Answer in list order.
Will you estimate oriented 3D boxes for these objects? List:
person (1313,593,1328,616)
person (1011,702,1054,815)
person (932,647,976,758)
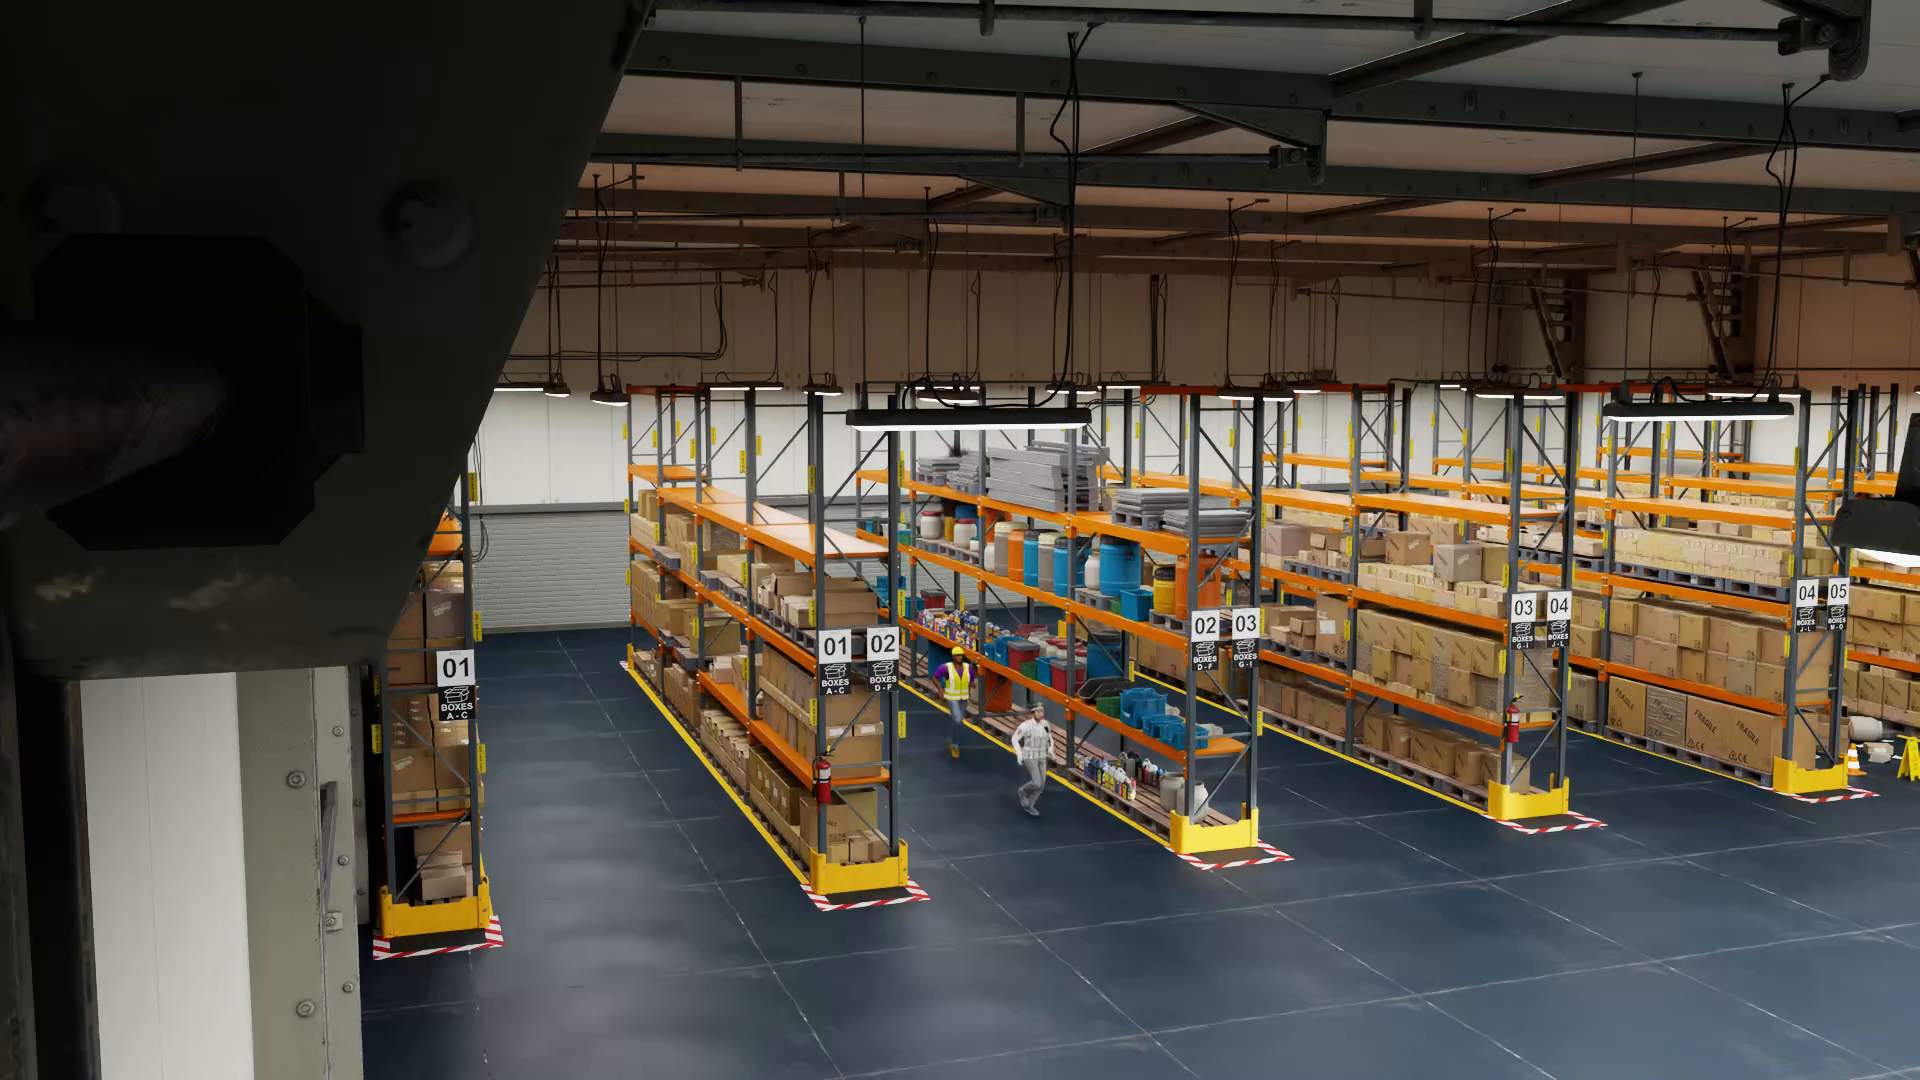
[{"bbox_3d":[7.394,1.948,33.871,0.690,1.771,0.983,-3,6,-24],"label":"person"},{"bbox_3d":[1.082,3.091,23.520,0.602,1.645,0.575,-3,7,-31],"label":"person"},{"bbox_3d":[-0.045,2.650,27.266,0.672,1.825,0.763,-3,7,-29],"label":"person"}]
